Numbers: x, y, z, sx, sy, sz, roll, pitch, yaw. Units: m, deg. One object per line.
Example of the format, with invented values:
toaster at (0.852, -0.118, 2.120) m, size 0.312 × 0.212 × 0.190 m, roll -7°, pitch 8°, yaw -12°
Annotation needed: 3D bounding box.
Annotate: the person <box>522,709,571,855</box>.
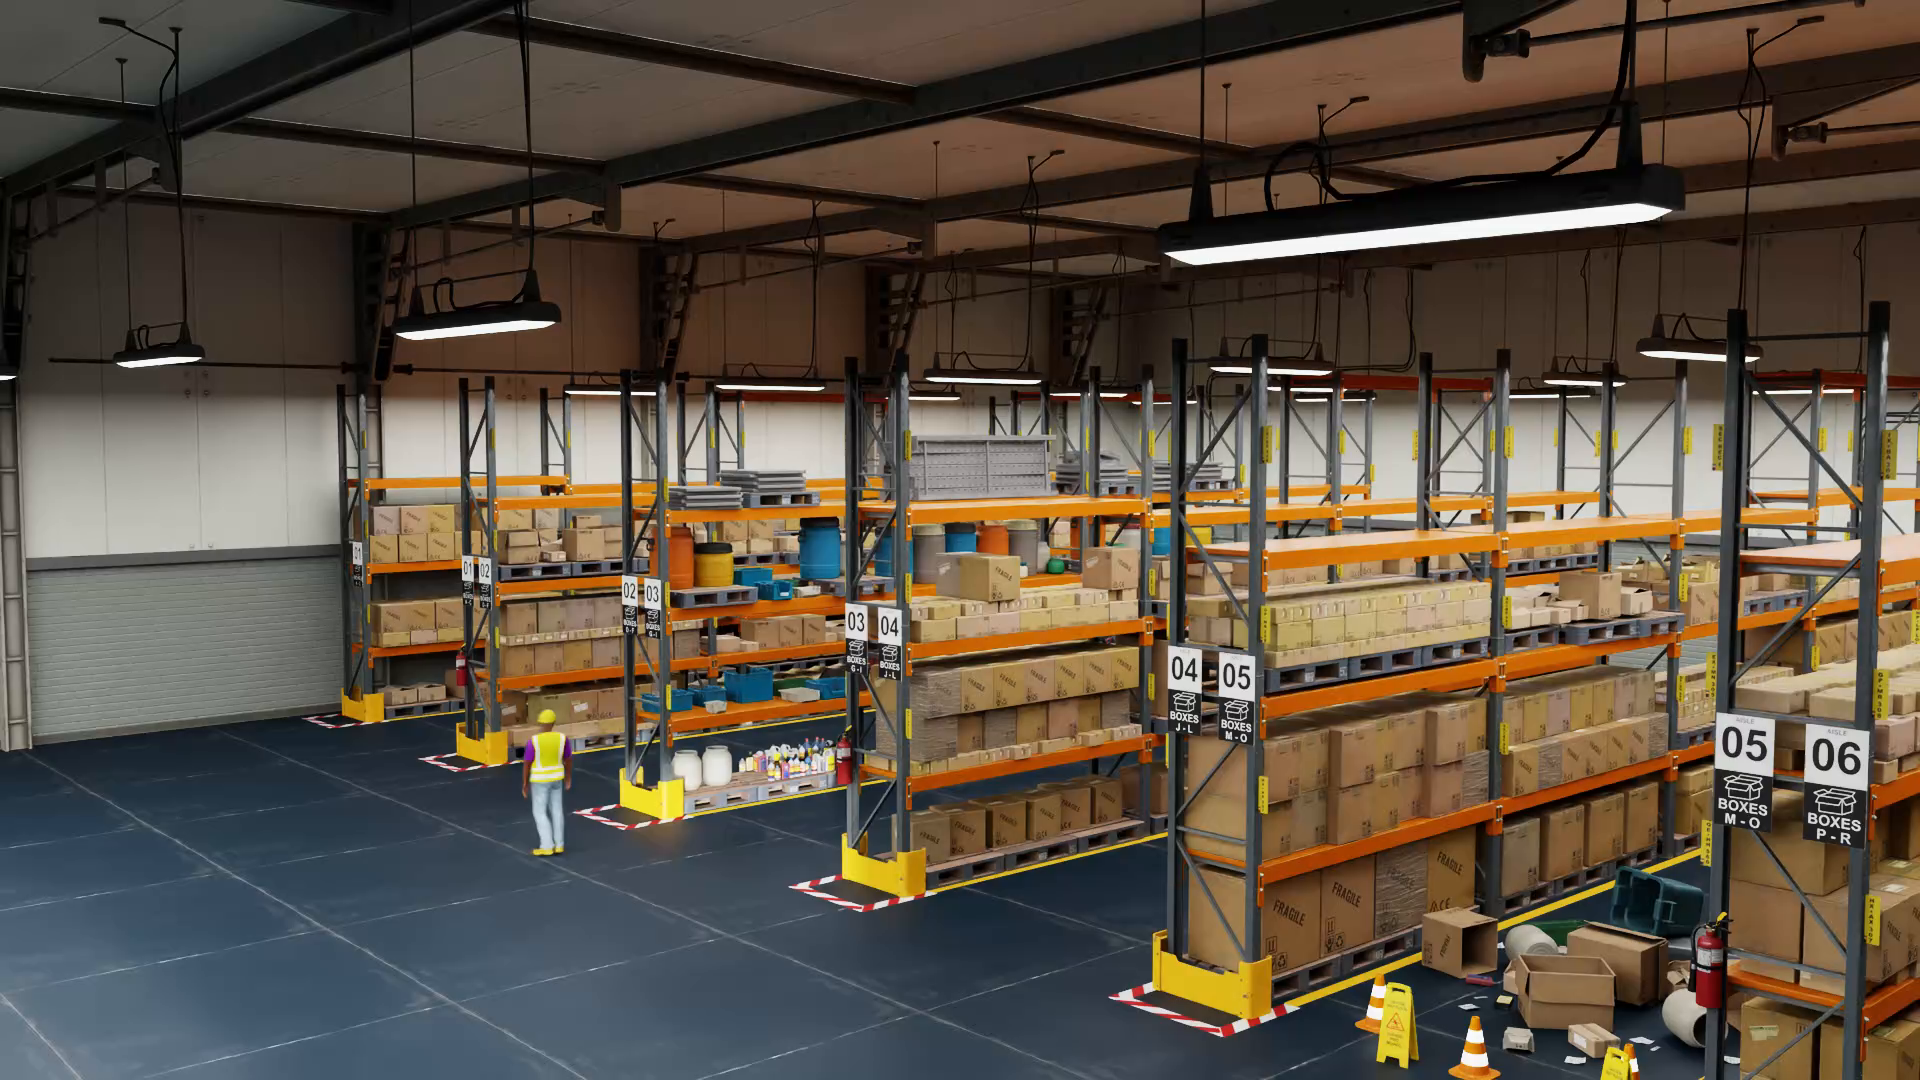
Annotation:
person at (-5.027, 2.949, 20.311) m, size 0.397 × 1.778 × 0.645 m, roll 3°, pitch 5°, yaw 39°
